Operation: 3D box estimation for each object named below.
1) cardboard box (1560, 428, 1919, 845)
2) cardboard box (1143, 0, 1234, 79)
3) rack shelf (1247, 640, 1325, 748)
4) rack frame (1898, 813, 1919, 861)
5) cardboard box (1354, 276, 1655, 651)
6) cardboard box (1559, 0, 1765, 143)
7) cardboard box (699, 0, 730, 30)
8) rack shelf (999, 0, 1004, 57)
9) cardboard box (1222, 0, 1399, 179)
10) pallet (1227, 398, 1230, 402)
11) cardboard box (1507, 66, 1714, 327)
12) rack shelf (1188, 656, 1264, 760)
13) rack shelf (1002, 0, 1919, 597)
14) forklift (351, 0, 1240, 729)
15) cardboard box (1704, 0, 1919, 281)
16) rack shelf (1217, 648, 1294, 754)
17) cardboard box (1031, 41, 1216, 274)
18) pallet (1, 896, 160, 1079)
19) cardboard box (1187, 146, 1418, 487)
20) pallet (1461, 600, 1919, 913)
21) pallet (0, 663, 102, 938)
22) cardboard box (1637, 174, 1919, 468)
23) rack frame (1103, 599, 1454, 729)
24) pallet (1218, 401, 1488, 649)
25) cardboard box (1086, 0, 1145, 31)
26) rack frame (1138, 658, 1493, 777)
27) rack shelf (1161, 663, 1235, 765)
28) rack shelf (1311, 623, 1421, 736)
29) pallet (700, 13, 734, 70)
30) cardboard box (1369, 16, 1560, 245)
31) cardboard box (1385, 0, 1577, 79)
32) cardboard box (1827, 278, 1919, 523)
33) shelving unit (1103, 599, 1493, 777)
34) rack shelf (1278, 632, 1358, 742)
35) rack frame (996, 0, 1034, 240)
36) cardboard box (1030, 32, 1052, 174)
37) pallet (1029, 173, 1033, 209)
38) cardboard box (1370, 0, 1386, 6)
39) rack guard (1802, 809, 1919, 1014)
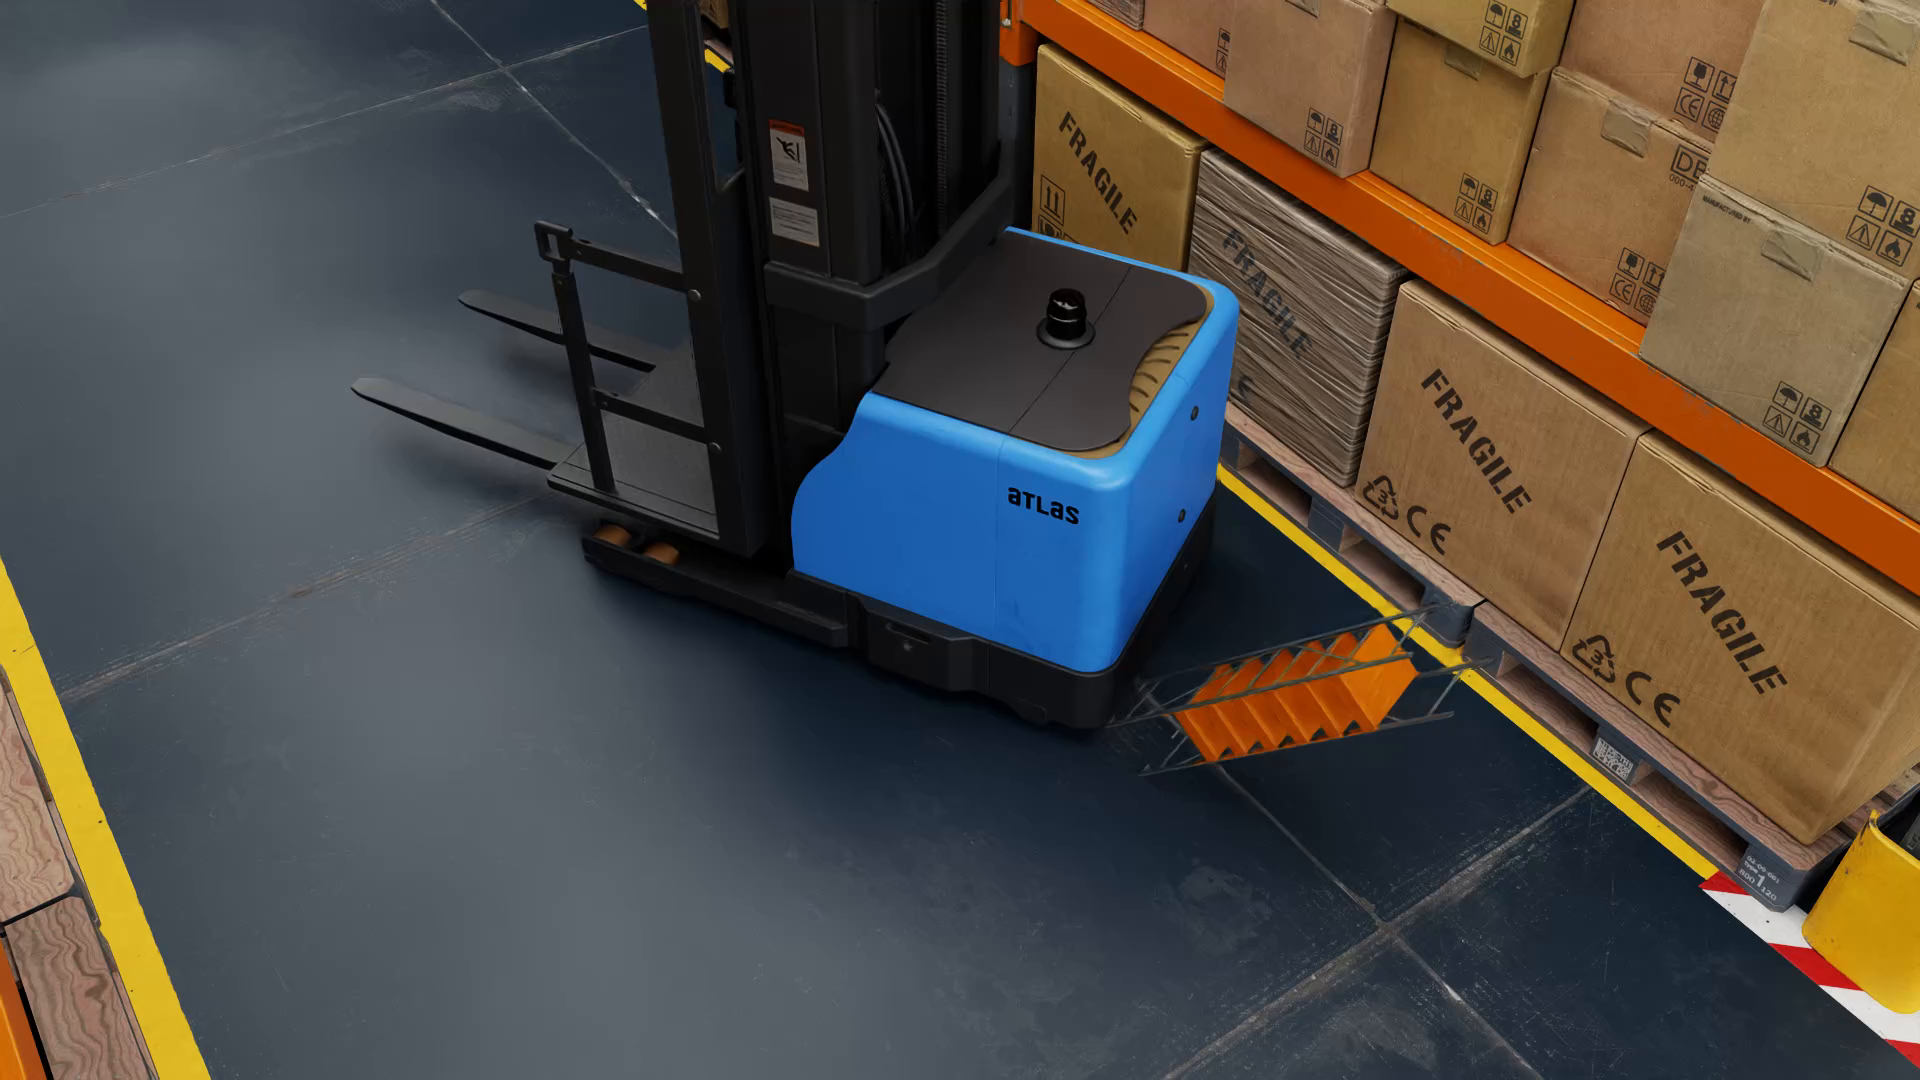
[{"bbox_3d":[2.428,0.112,4.695,0.875,0.875,0.875,-25,49,-24],"label":"cardboard box"},{"bbox_3d":[1.136,-1.959,5.521,0.875,0.550,0.550,-26,49,-24],"label":"cardboard box"},{"bbox_3d":[0.925,0.412,4.512,0.258,0.103,0.180,-42,101,-35],"label":"rack shelf"},{"bbox_3d":[2.871,-0.146,3.731,1.000,3.000,0.127,-26,49,-24],"label":"rack frame"},{"bbox_3d":[1.923,-0.385,5.216,0.875,0.875,0.875,-26,50,-25],"label":"cardboard box"},{"bbox_3d":[2.091,-1.462,4.219,0.875,0.550,0.550,-26,49,-24],"label":"cardboard box"},{"bbox_3d":[-0.929,-3.141,8.193,1.050,0.750,0.750,-25,49,-24],"label":"cardboard box"},{"bbox_3d":[-0.562,-3.284,7.539,1.077,0.370,4.000,-26,49,-24],"label":"rack shelf"},{"bbox_3d":[1.349,-1.607,5.152,0.875,0.550,0.550,-26,49,-24],"label":"cardboard box"},{"bbox_3d":[0.953,-0.942,6.583,1.003,0.211,1.213,-26,49,-24],"label":"pallet"},{"bbox_3d":[2.071,-1.062,4.582,0.875,0.550,0.550,-26,49,-24],"label":"cardboard box"},{"bbox_3d":[0.794,0.468,4.705,0.258,0.103,0.180,-42,101,-35],"label":"rack shelf"},{"bbox_3d":[1.726,-1.019,5.166,1.077,0.370,4.000,-26,49,-24],"label":"rack shelf"},{"bbox_3d":[-0.699,-1.196,4.881,3.031,2.935,1.130,19,47,19],"label":"forklift"},{"bbox_3d":[2.300,-1.092,3.831,0.875,0.550,0.550,-26,49,-24],"label":"cardboard box"},{"bbox_3d":[0.859,0.440,4.609,0.258,0.103,0.180,-42,101,-35],"label":"rack shelf"},{"bbox_3d":[0.885,-1.411,6.291,0.875,0.875,0.875,-25,49,-24],"label":"cardboard box"},{"bbox_3d":[-2.428,1.557,3.966,1.003,0.211,1.213,-26,49,-24],"label":"pallet"},{"bbox_3d":[1.404,-0.902,5.757,0.875,0.875,0.875,-25,49,-24],"label":"cardboard box"},{"bbox_3d":[2.349,0.440,5.136,1.003,0.211,1.213,-26,49,-24],"label":"pallet"},{"bbox_3d":[-3.130,0.865,4.691,1.003,0.211,1.213,-26,49,-24],"label":"pallet"},{"bbox_3d":[2.289,-0.696,4.198,0.875,0.550,0.550,-26,49,-24],"label":"cardboard box"},{"bbox_3d":[0.831,0.356,4.559,0.240,1.200,0.006,-42,101,-35],"label":"rack frame"},{"bbox_3d":[1.655,-0.250,5.859,1.003,0.211,1.213,-26,49,-24],"label":"pallet"},{"bbox_3d":[0.803,-2.262,5.838,0.875,0.550,0.550,-26,49,-24],"label":"cardboard box"},{"bbox_3d":[0.936,0.503,4.587,0.240,1.200,0.006,-42,101,-35],"label":"rack frame"},{"bbox_3d":[0.728,0.496,4.802,0.258,0.103,0.180,-42,101,-35],"label":"rack shelf"},{"bbox_3d":[1.056,0.356,4.319,0.258,0.103,0.180,-42,101,-35],"label":"rack shelf"},{"bbox_3d":[-0.623,-2.502,8.218,1.003,0.211,1.213,-26,49,-24],"label":"pallet"},{"bbox_3d":[1.734,-1.346,4.879,0.875,0.550,0.500,-26,49,-24],"label":"cardboard box"},{"bbox_3d":[1.681,-1.711,4.480,0.875,0.550,0.500,-26,49,-24],"label":"cardboard box"},{"bbox_3d":[2.621,-0.393,3.881,0.875,0.550,0.550,-26,49,-24],"label":"cardboard box"},{"bbox_3d":[0.883,0.430,4.573,0.258,1.200,0.189,-42,101,-35],"label":"shelving unit"},{"bbox_3d":[0.990,0.384,4.416,0.258,0.103,0.180,-42,101,-35],"label":"rack shelf"},{"bbox_3d":[0.582,-2.412,6.104,1.000,3.000,0.127,-26,49,-24],"label":"rack frame"},{"bbox_3d":[0.153,-2.066,7.067,1.050,0.750,0.750,-26,49,-25],"label":"cardboard box"},{"bbox_3d":[0.079,-1.810,7.493,1.003,0.211,1.213,-26,49,-24],"label":"pallet"},{"bbox_3d":[1.371,-2.008,4.791,0.875,0.550,0.550,-26,49,-24],"label":"cardboard box"},{"bbox_3d":[2.884,0.771,4.580,1.175,0.500,0.348,-26,49,-24],"label":"rack guard"}]
